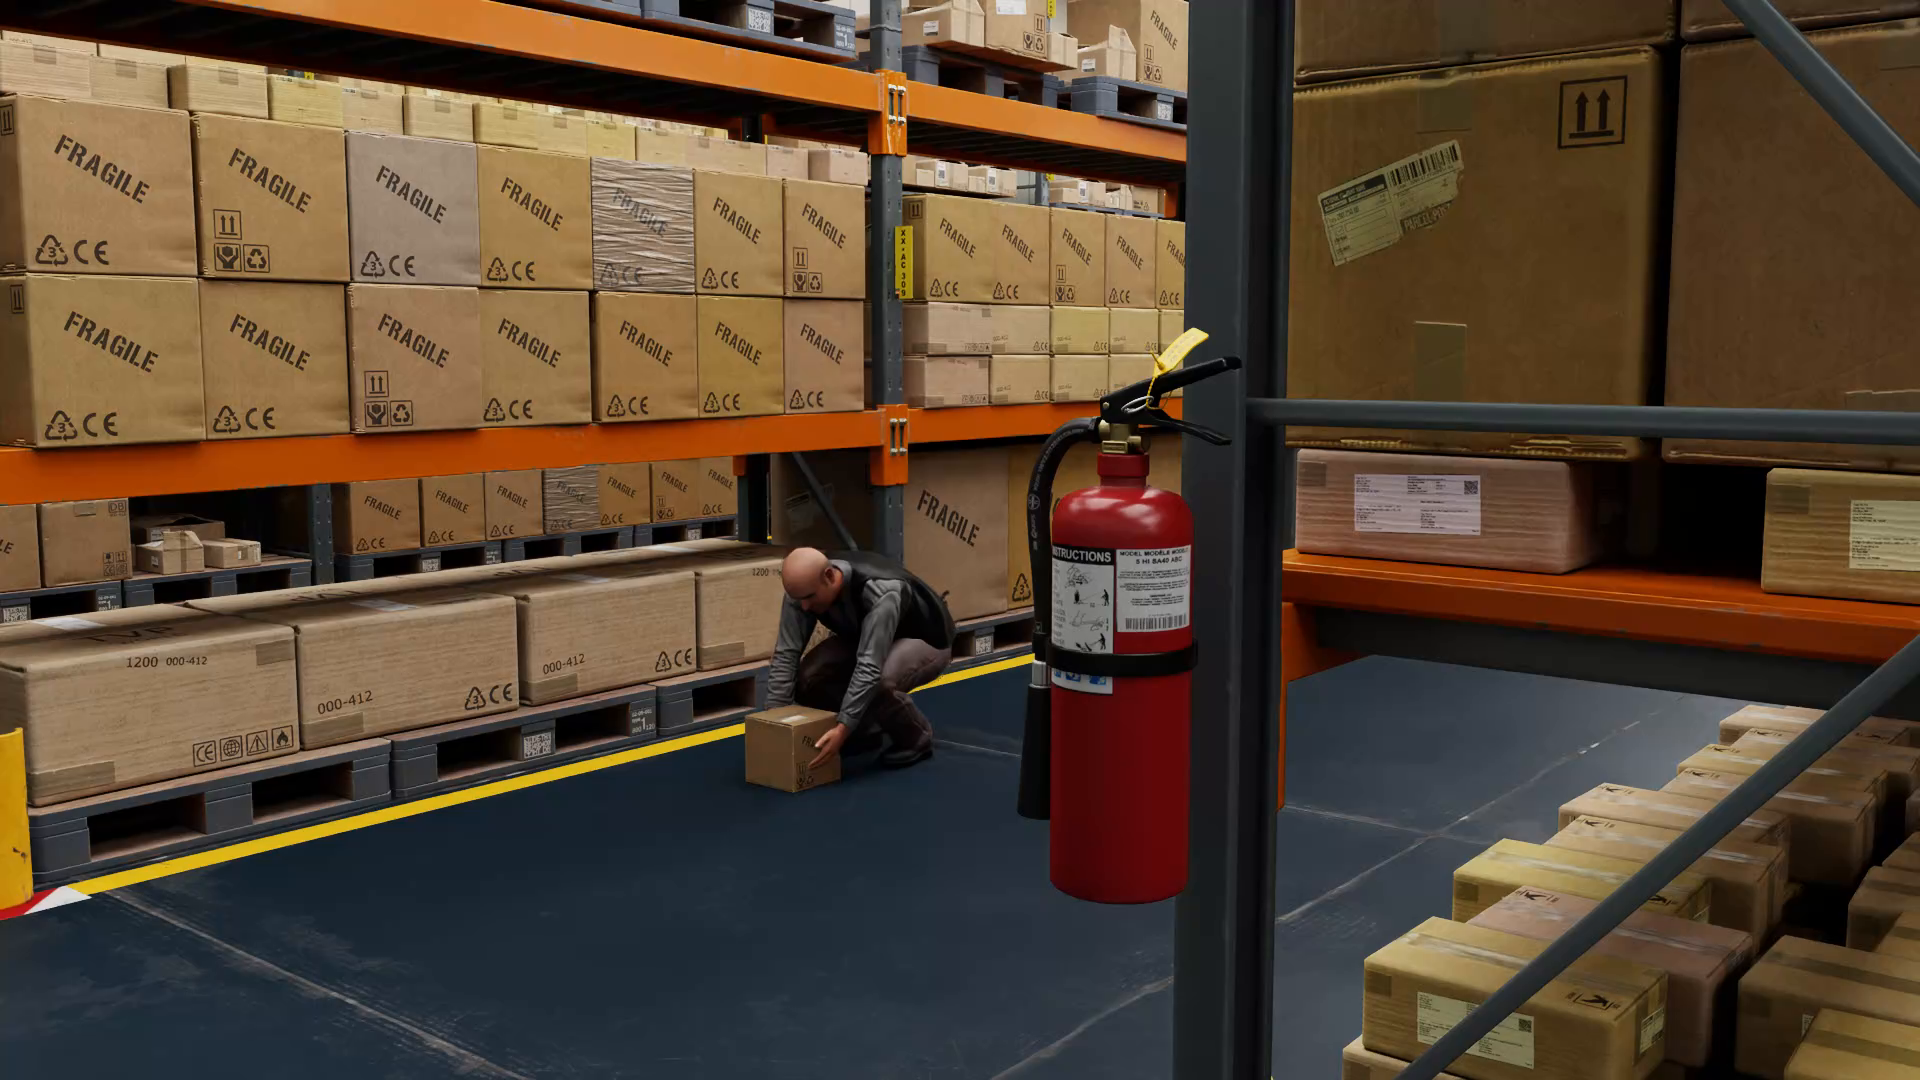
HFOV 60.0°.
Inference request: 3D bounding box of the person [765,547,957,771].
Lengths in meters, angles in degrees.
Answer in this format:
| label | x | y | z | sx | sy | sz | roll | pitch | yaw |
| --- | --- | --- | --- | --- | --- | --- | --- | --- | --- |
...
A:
| label | x | y | z | sx | sy | sz | roll | pitch | yaw |
| --- | --- | --- | --- | --- | --- | --- | --- | --- | --- |
| person | -0.382 | 0.431 | 6.349 | 0.538 | 0.869 | 0.871 | 5 | 9 | 39 |
